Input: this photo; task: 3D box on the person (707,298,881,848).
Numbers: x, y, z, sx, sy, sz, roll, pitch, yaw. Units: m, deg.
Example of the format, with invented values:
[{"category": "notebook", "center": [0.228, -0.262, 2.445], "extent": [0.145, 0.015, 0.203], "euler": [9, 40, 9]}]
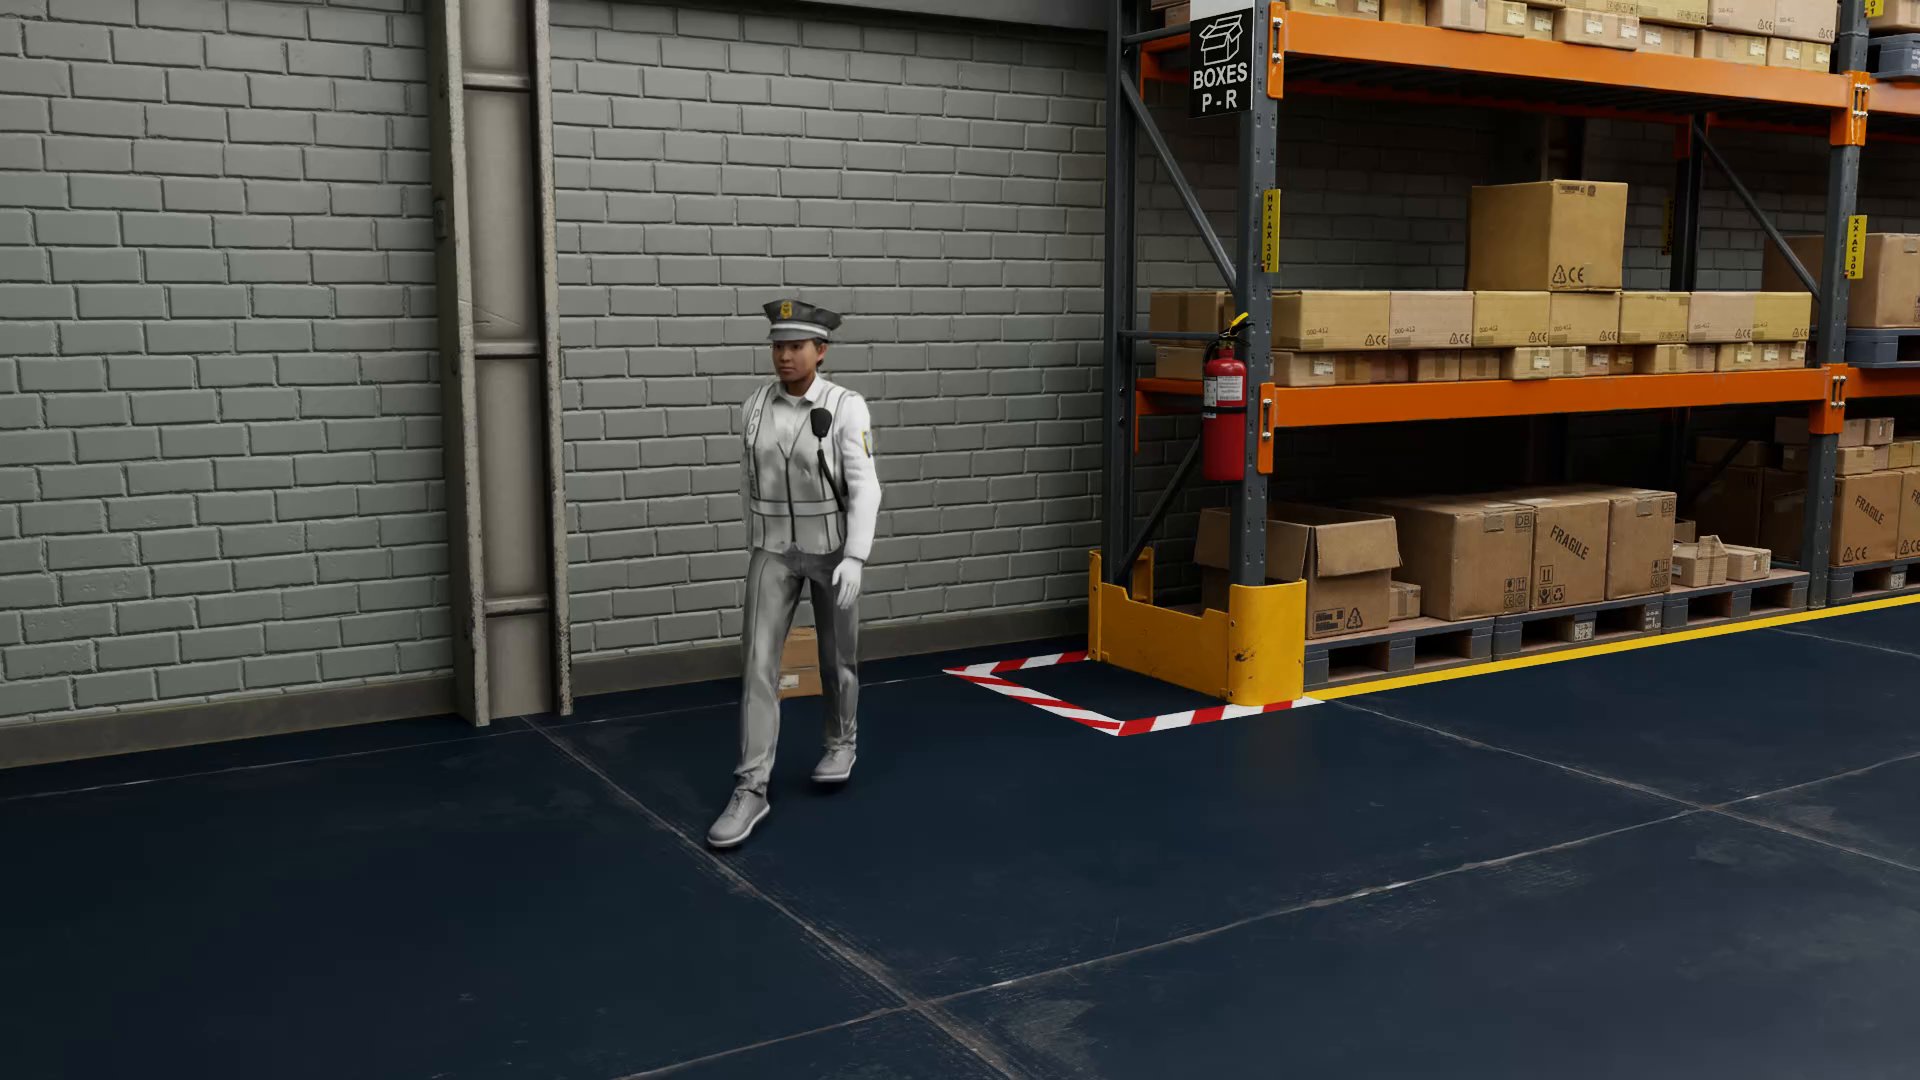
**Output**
[{"category": "person", "center": [-0.502, 0.058, 5.329], "extent": [0.513, 1.650, 0.907], "euler": [2, 8, 10]}]
